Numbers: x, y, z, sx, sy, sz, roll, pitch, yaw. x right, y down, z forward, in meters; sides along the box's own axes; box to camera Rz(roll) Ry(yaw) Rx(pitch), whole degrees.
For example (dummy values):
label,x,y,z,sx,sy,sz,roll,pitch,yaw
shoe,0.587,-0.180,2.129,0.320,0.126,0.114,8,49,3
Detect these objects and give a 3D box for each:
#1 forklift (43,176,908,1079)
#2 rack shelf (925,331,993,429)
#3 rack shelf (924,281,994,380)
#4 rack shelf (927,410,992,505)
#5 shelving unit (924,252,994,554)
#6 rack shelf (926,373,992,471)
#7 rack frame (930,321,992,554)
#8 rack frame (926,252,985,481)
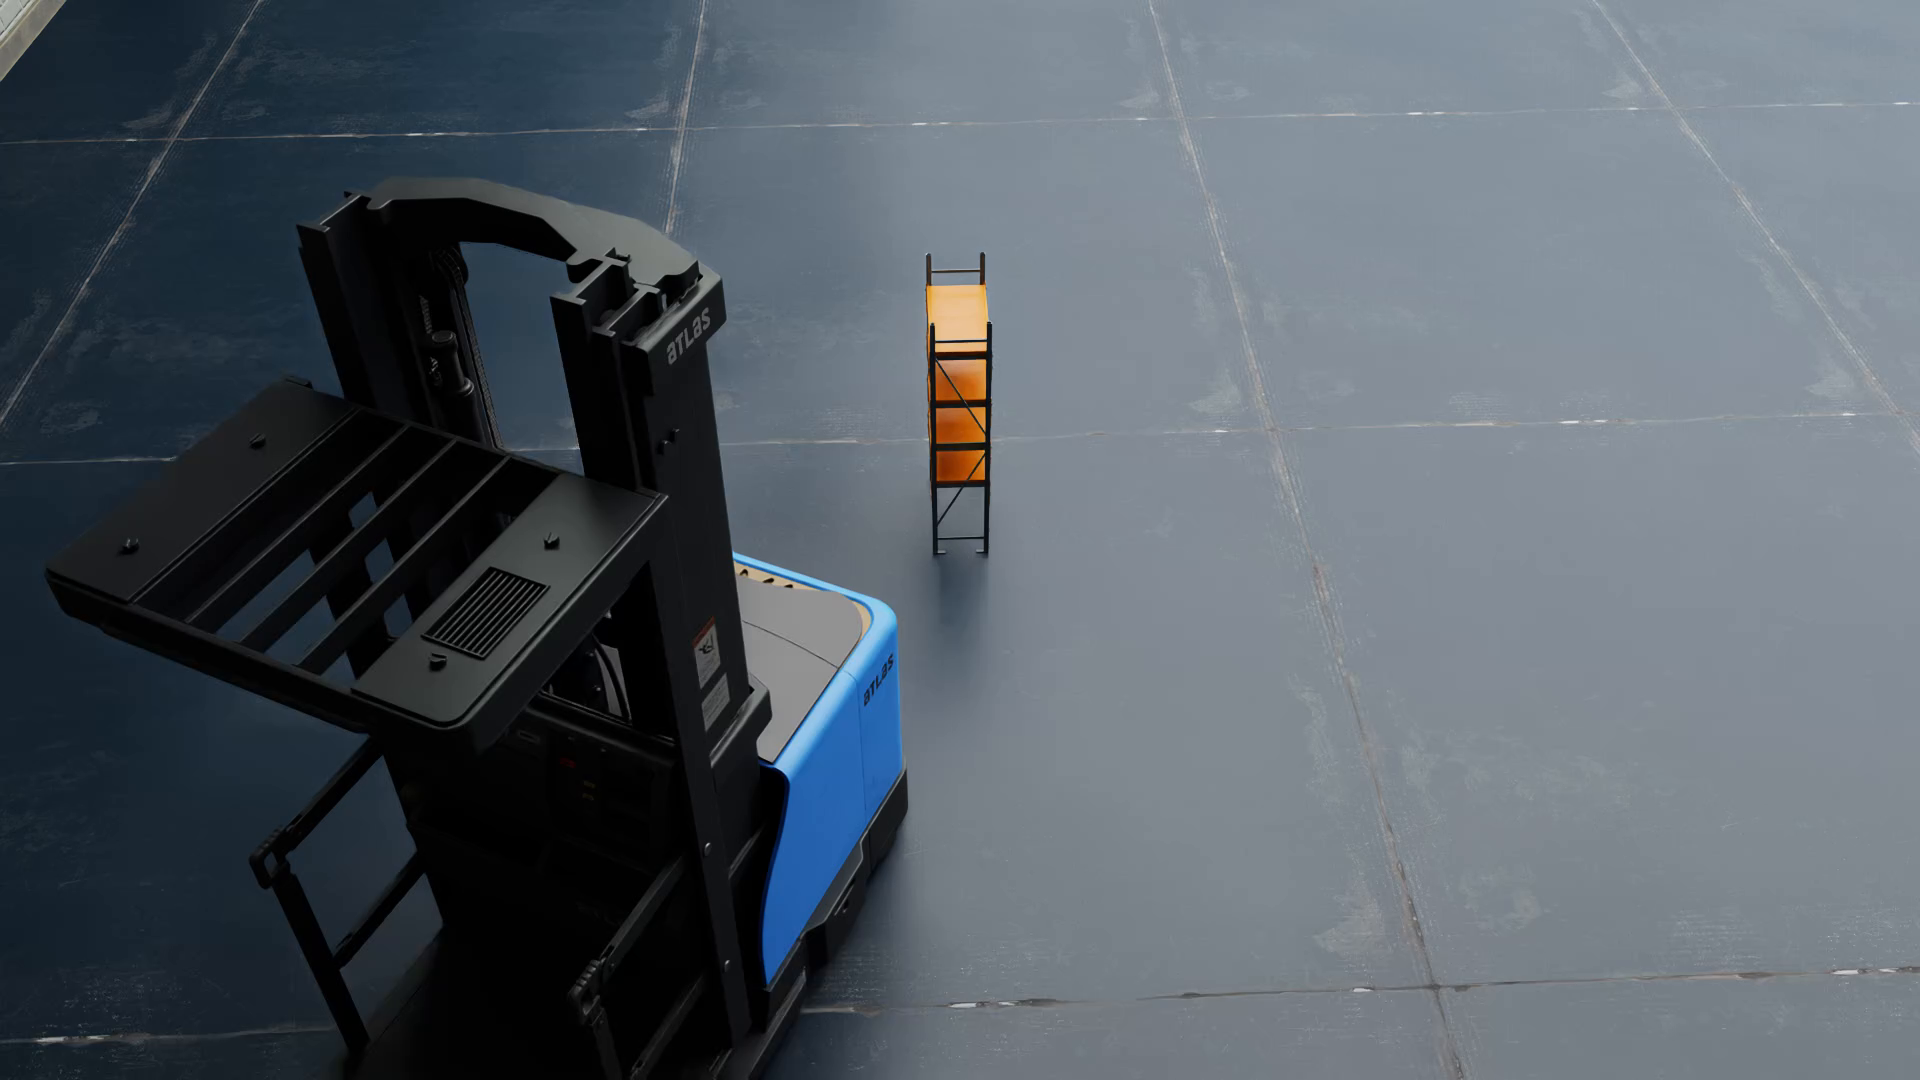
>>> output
label,x,y,z,sx,sy,sz,roll,pitch,yaw
forklift,-1.263,0.694,4.324,1.130,2.935,3.031,17,45,18
rack shelf,-0.007,-0.669,6.861,0.258,0.148,0.480,-2,43,-2
rack shelf,-0.007,-0.844,6.701,0.258,0.148,0.480,-2,43,-2
rack shelf,-0.007,-0.358,7.146,0.258,0.148,0.480,-2,43,-2
shelving unit,-0.007,-0.554,6.966,0.258,1.200,0.503,-2,43,-2
rack shelf,-0.007,-0.504,7.012,0.258,0.148,0.480,-2,43,-2
rack frame,0.003,-0.389,6.787,0.240,1.200,0.015,-2,43,-2
rack frame,-0.017,-0.719,7.146,0.240,1.200,0.015,-2,43,-2
